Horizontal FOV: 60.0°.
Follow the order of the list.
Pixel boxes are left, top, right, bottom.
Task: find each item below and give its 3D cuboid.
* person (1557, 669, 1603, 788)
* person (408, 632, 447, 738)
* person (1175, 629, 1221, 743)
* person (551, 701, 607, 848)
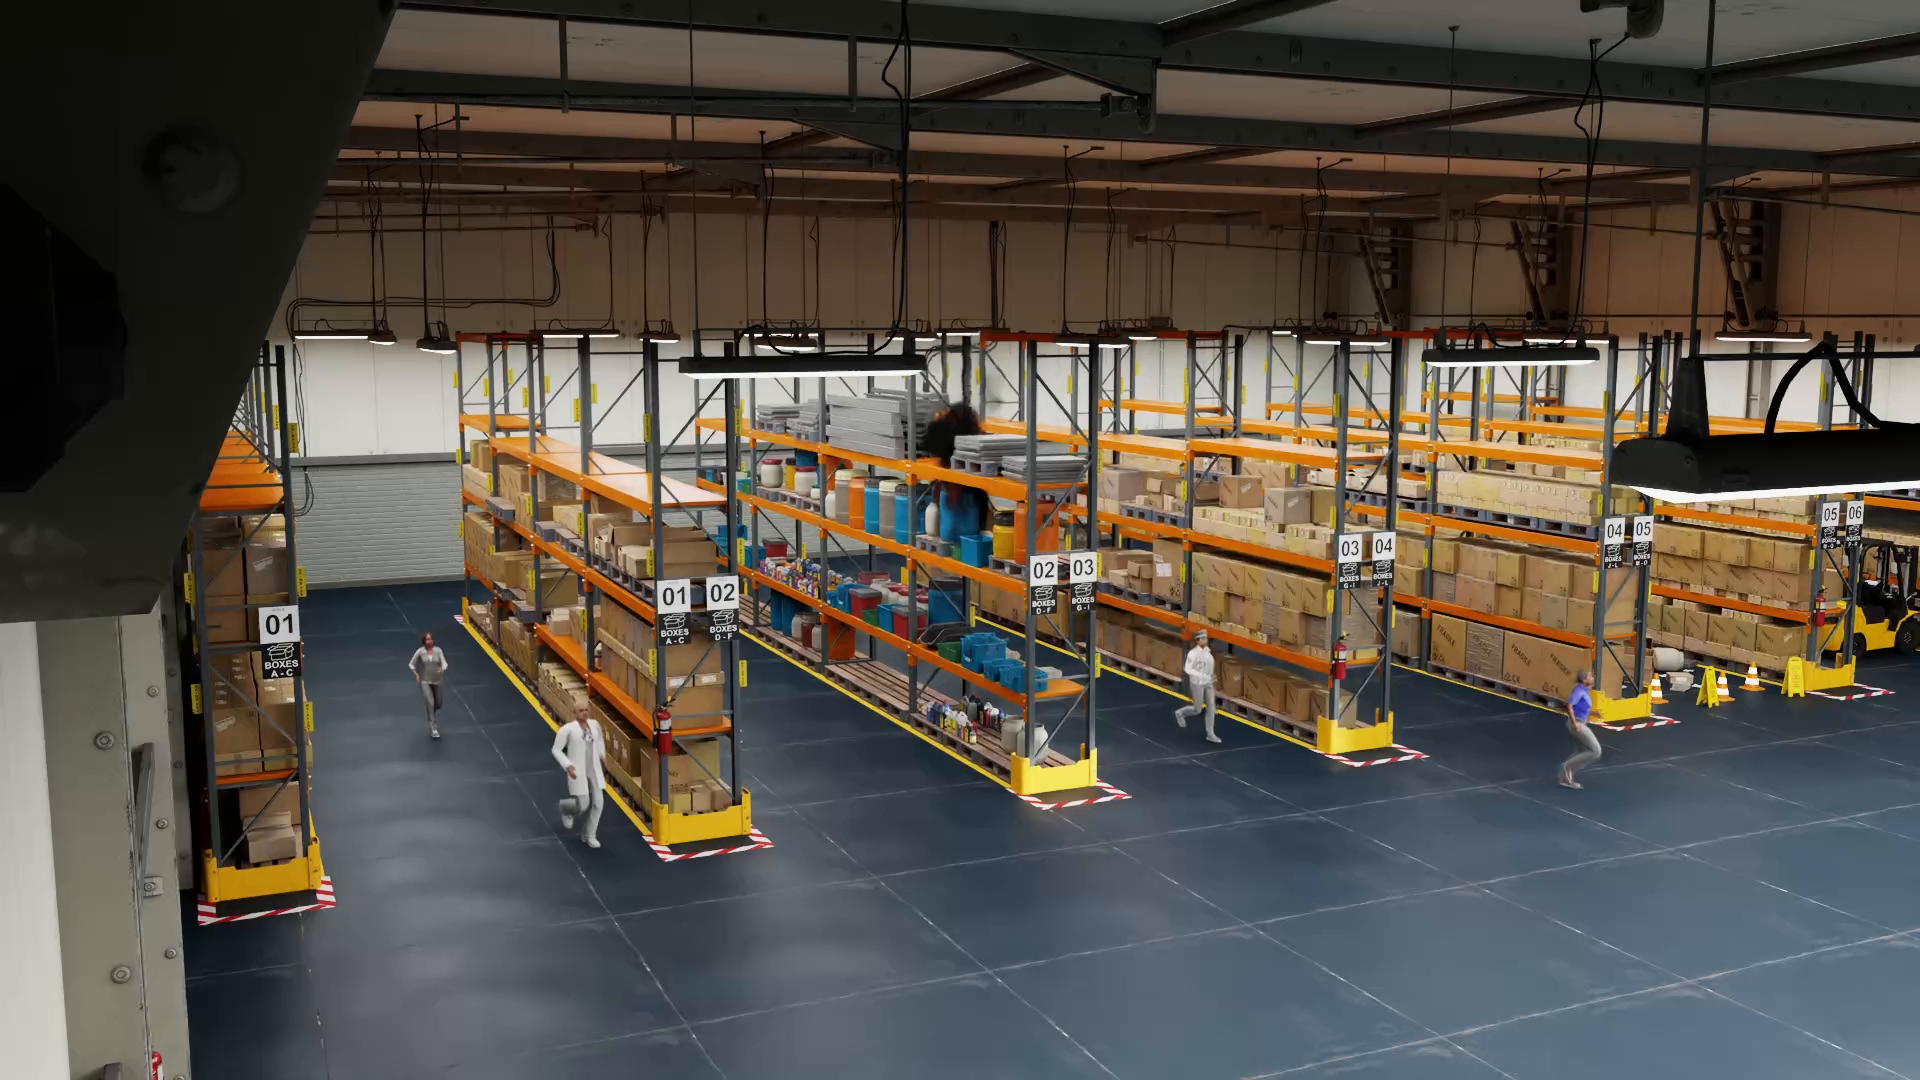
[{"bbox_3d":[8.359,2.536,22.365,0.559,1.599,0.580,2,8,13],"label":"person"},{"bbox_3d":[-8.041,2.176,25.199,0.547,1.546,0.768,-5,9,-31],"label":"person"},{"bbox_3d":[3.606,2.146,24.867,0.618,1.669,0.890,-6,10,-37],"label":"person"},{"bbox_3d":[-4.559,2.792,20.029,0.718,1.748,0.758,-7,10,-41],"label":"person"}]
